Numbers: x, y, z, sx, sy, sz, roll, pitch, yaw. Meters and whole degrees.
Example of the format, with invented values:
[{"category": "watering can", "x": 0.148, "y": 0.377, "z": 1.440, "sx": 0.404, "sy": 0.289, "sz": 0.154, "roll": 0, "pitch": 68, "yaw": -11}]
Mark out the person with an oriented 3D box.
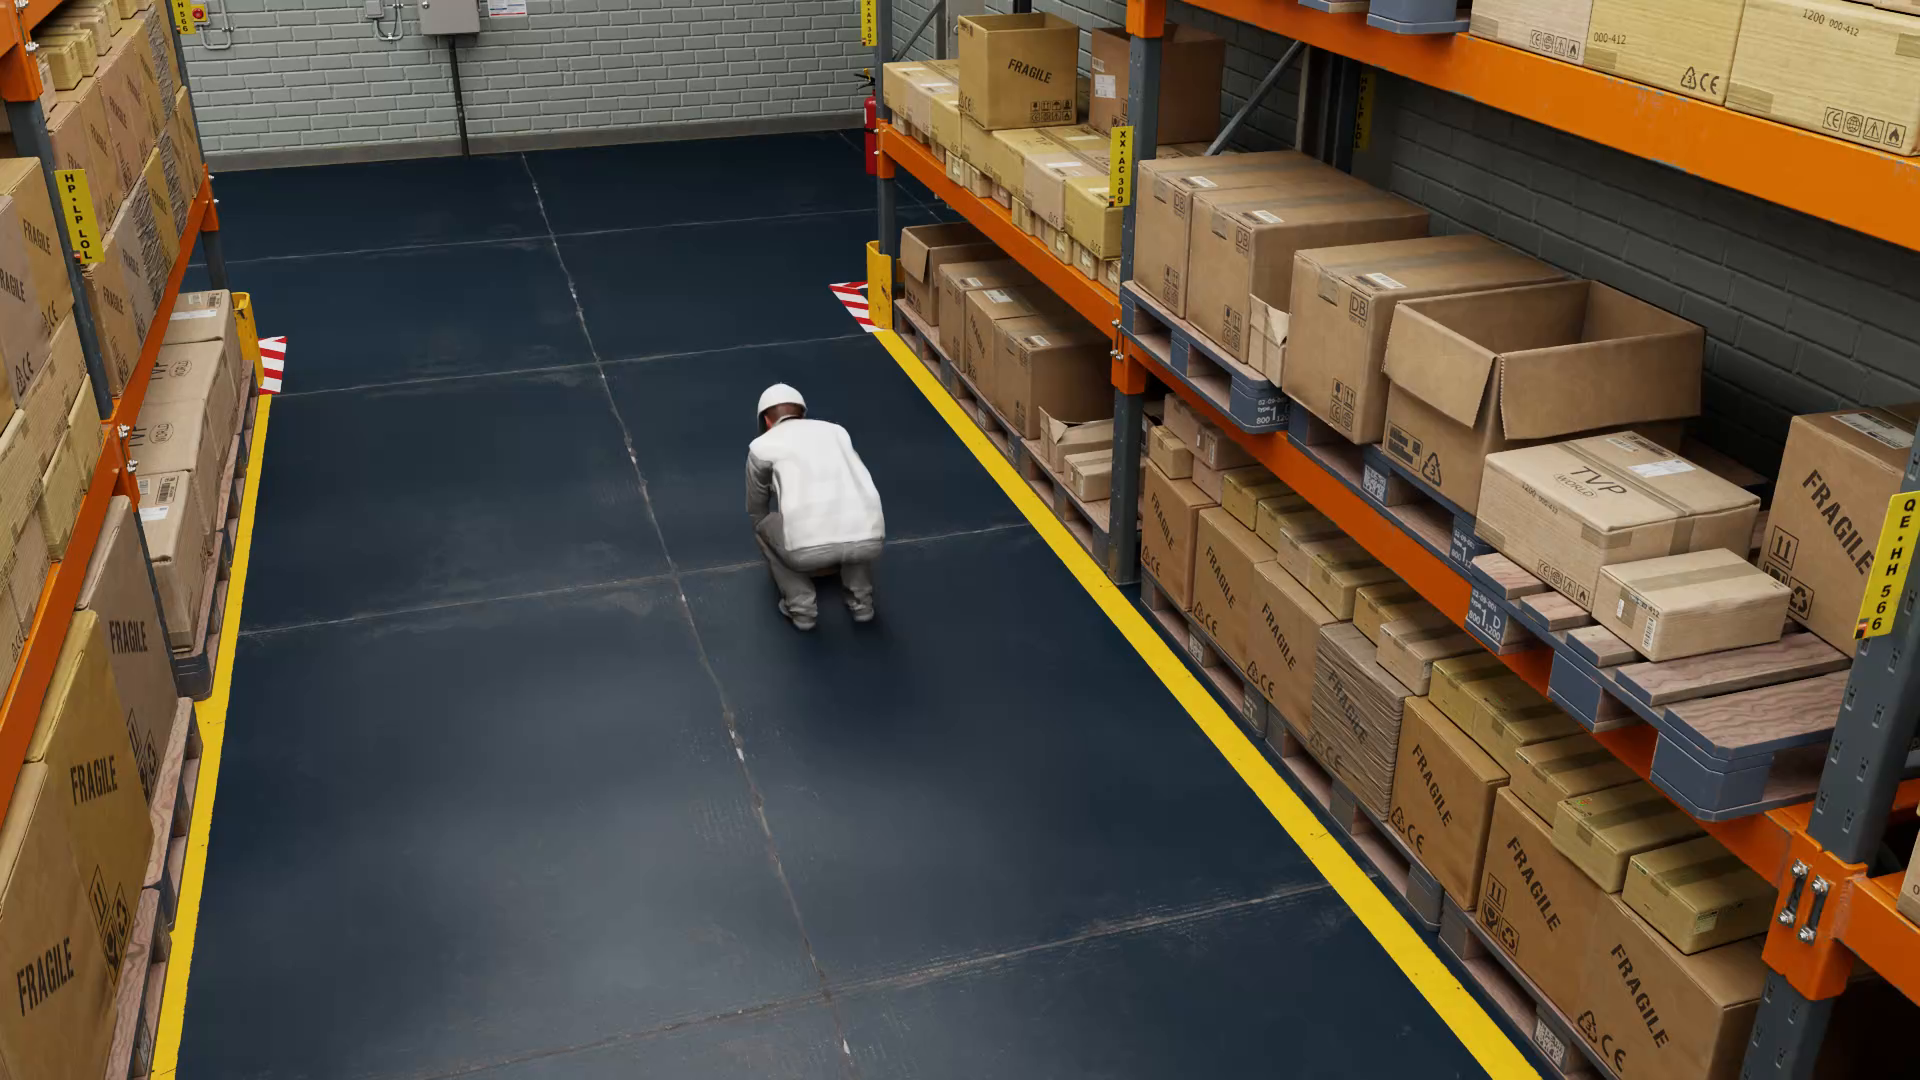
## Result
[{"category": "person", "x": -0.652, "y": -0.144, "z": 7.356, "sx": 0.538, "sy": 0.916, "sz": 0.914, "roll": -8, "pitch": 27, "yaw": -16}]
